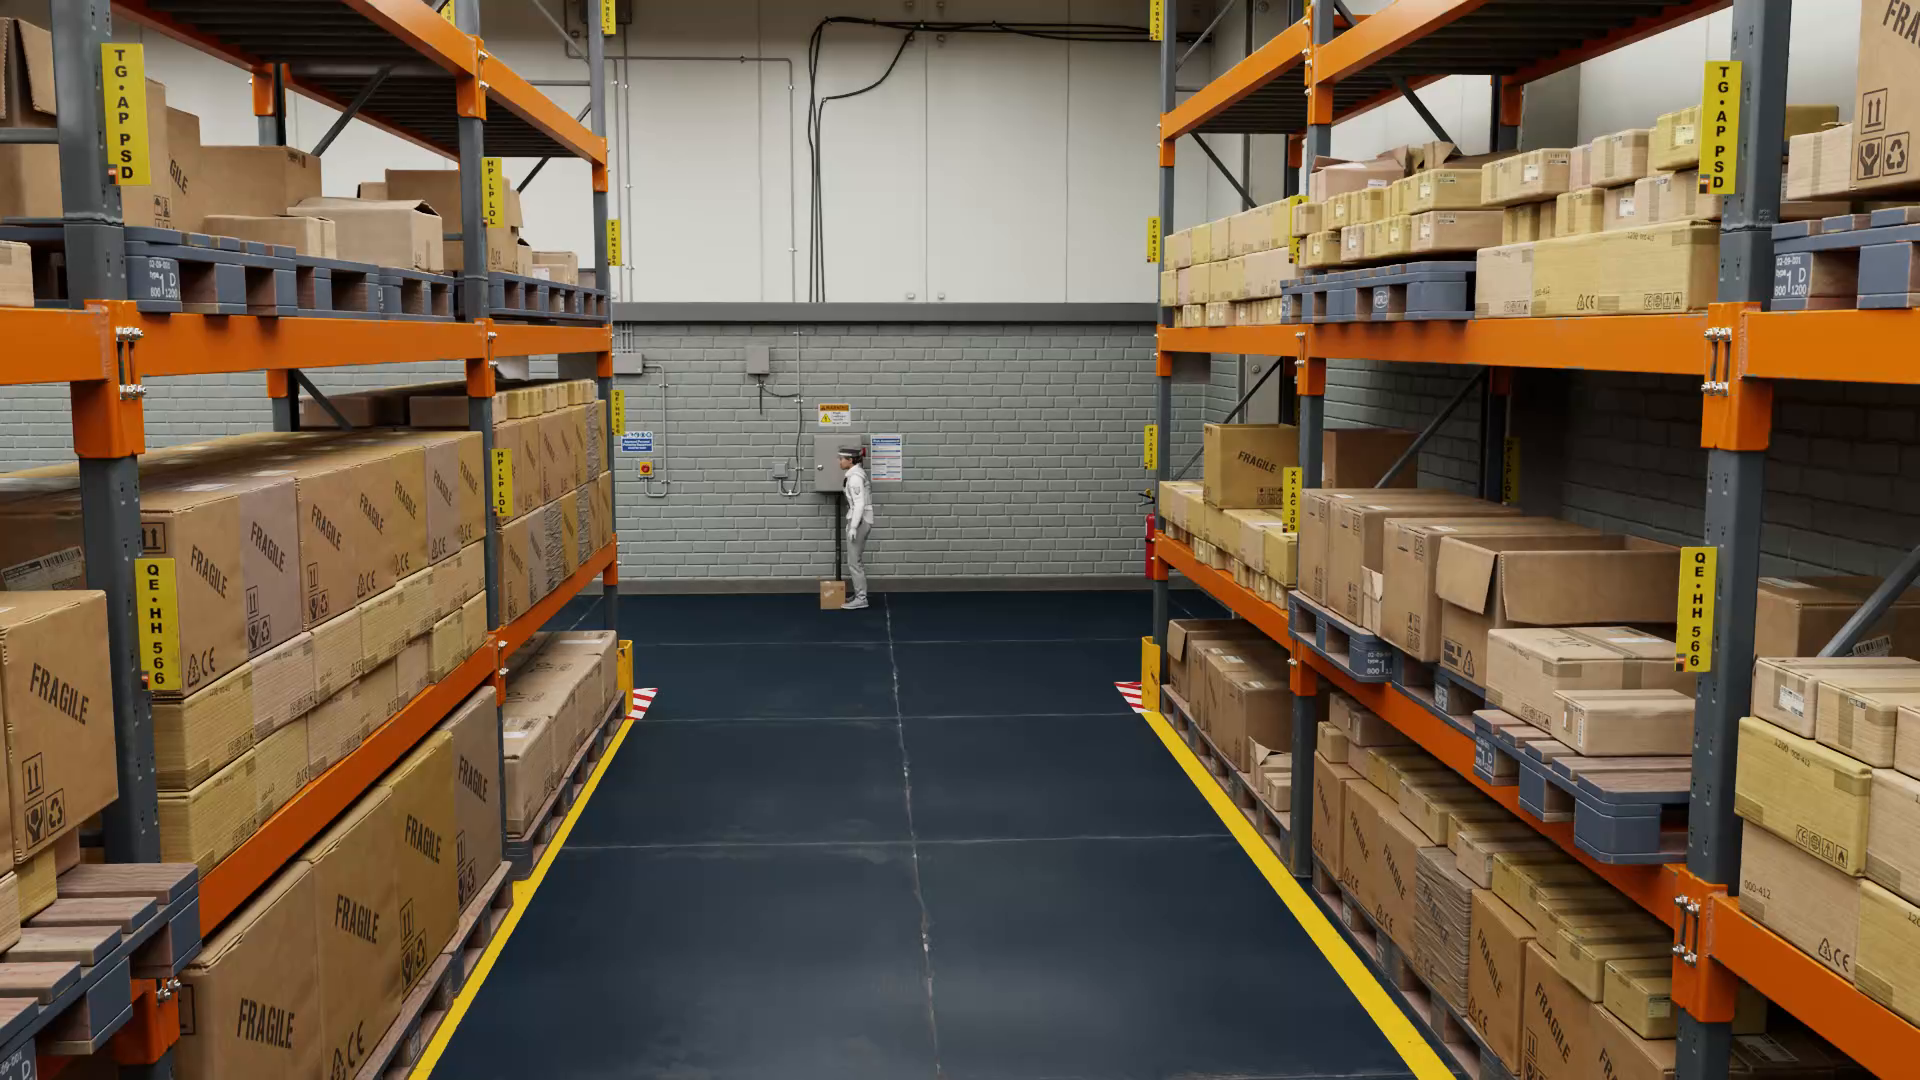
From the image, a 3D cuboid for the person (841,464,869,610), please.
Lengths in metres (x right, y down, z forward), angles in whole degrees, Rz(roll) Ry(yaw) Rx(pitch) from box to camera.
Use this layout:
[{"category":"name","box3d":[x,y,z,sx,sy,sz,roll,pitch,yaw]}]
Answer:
[{"category":"person","box3d":[-1.050,-0.041,16.898,0.352,1.464,0.538,-1,7,-5]}]
